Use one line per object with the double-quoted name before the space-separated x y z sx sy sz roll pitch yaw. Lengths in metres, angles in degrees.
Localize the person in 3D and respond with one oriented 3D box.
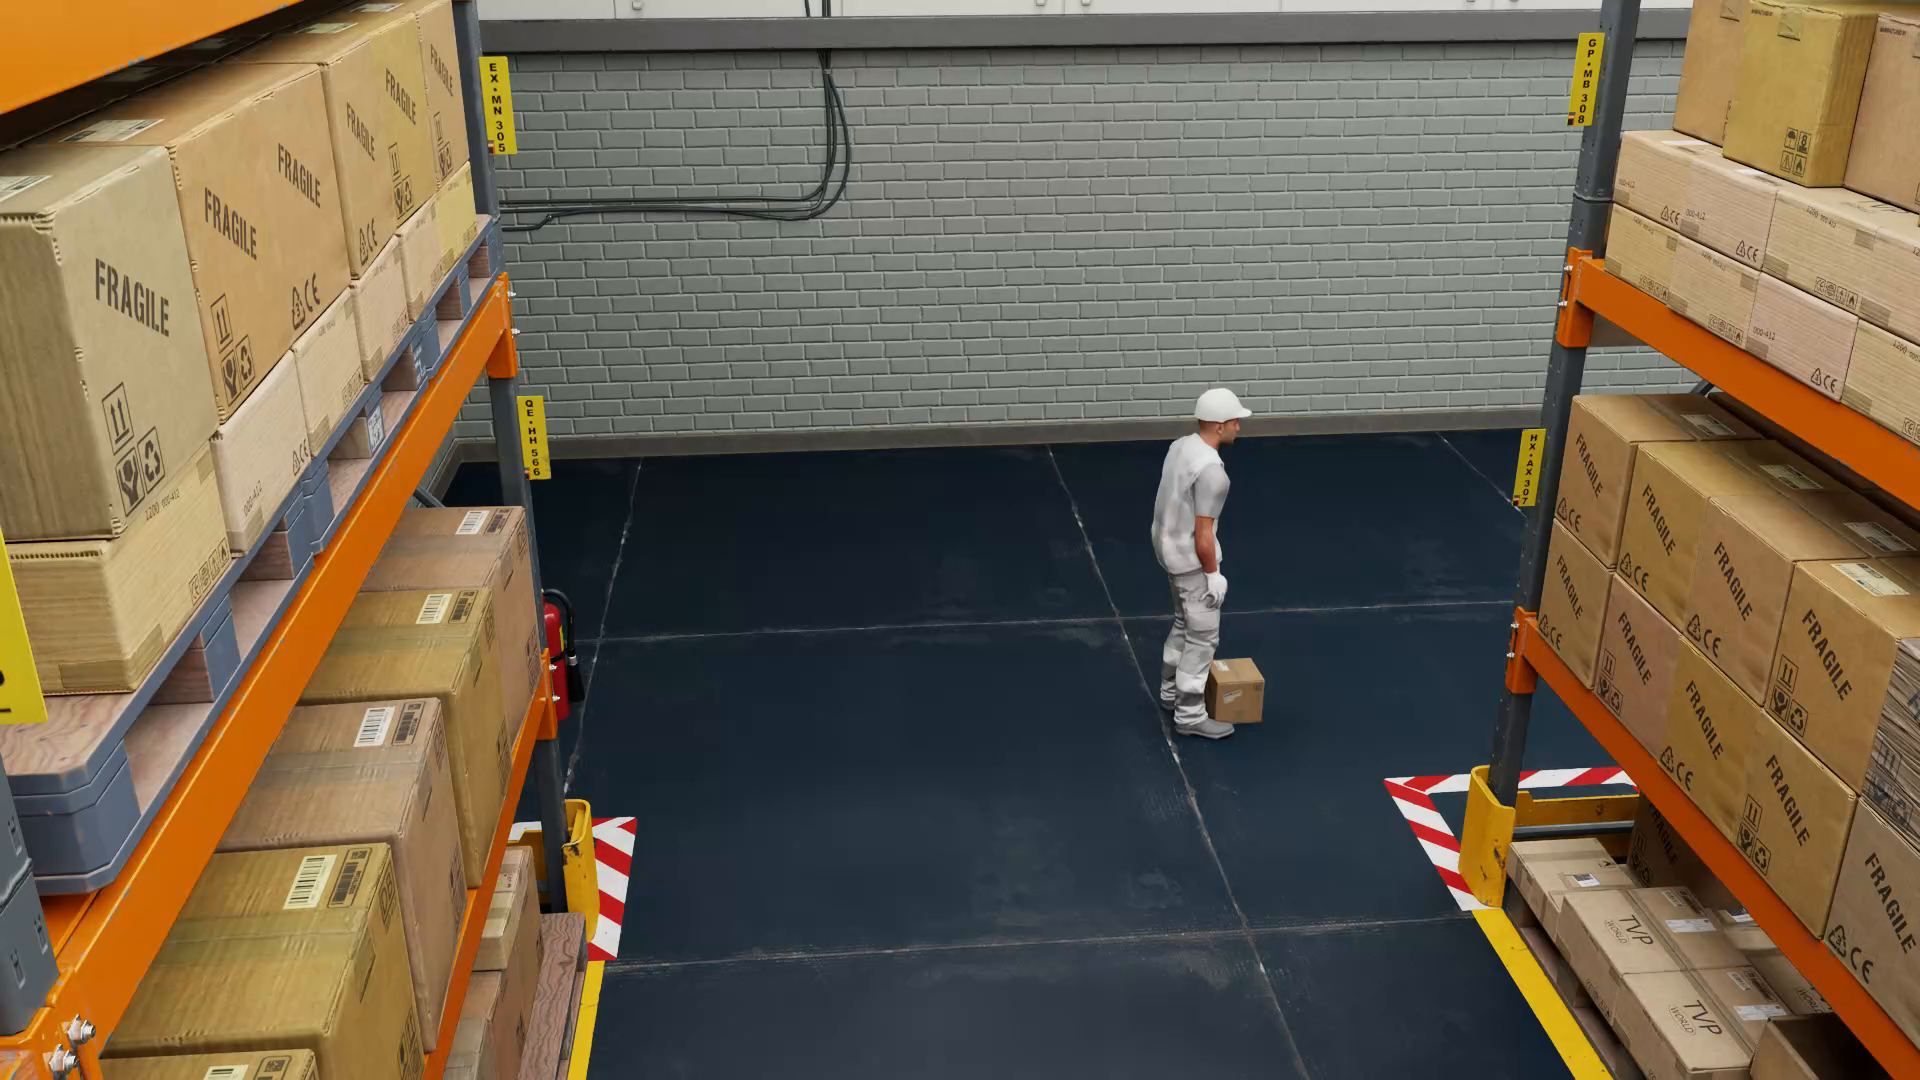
"person" 1.198 0.102 8.348 0.453 1.777 0.609 -3 24 -8
